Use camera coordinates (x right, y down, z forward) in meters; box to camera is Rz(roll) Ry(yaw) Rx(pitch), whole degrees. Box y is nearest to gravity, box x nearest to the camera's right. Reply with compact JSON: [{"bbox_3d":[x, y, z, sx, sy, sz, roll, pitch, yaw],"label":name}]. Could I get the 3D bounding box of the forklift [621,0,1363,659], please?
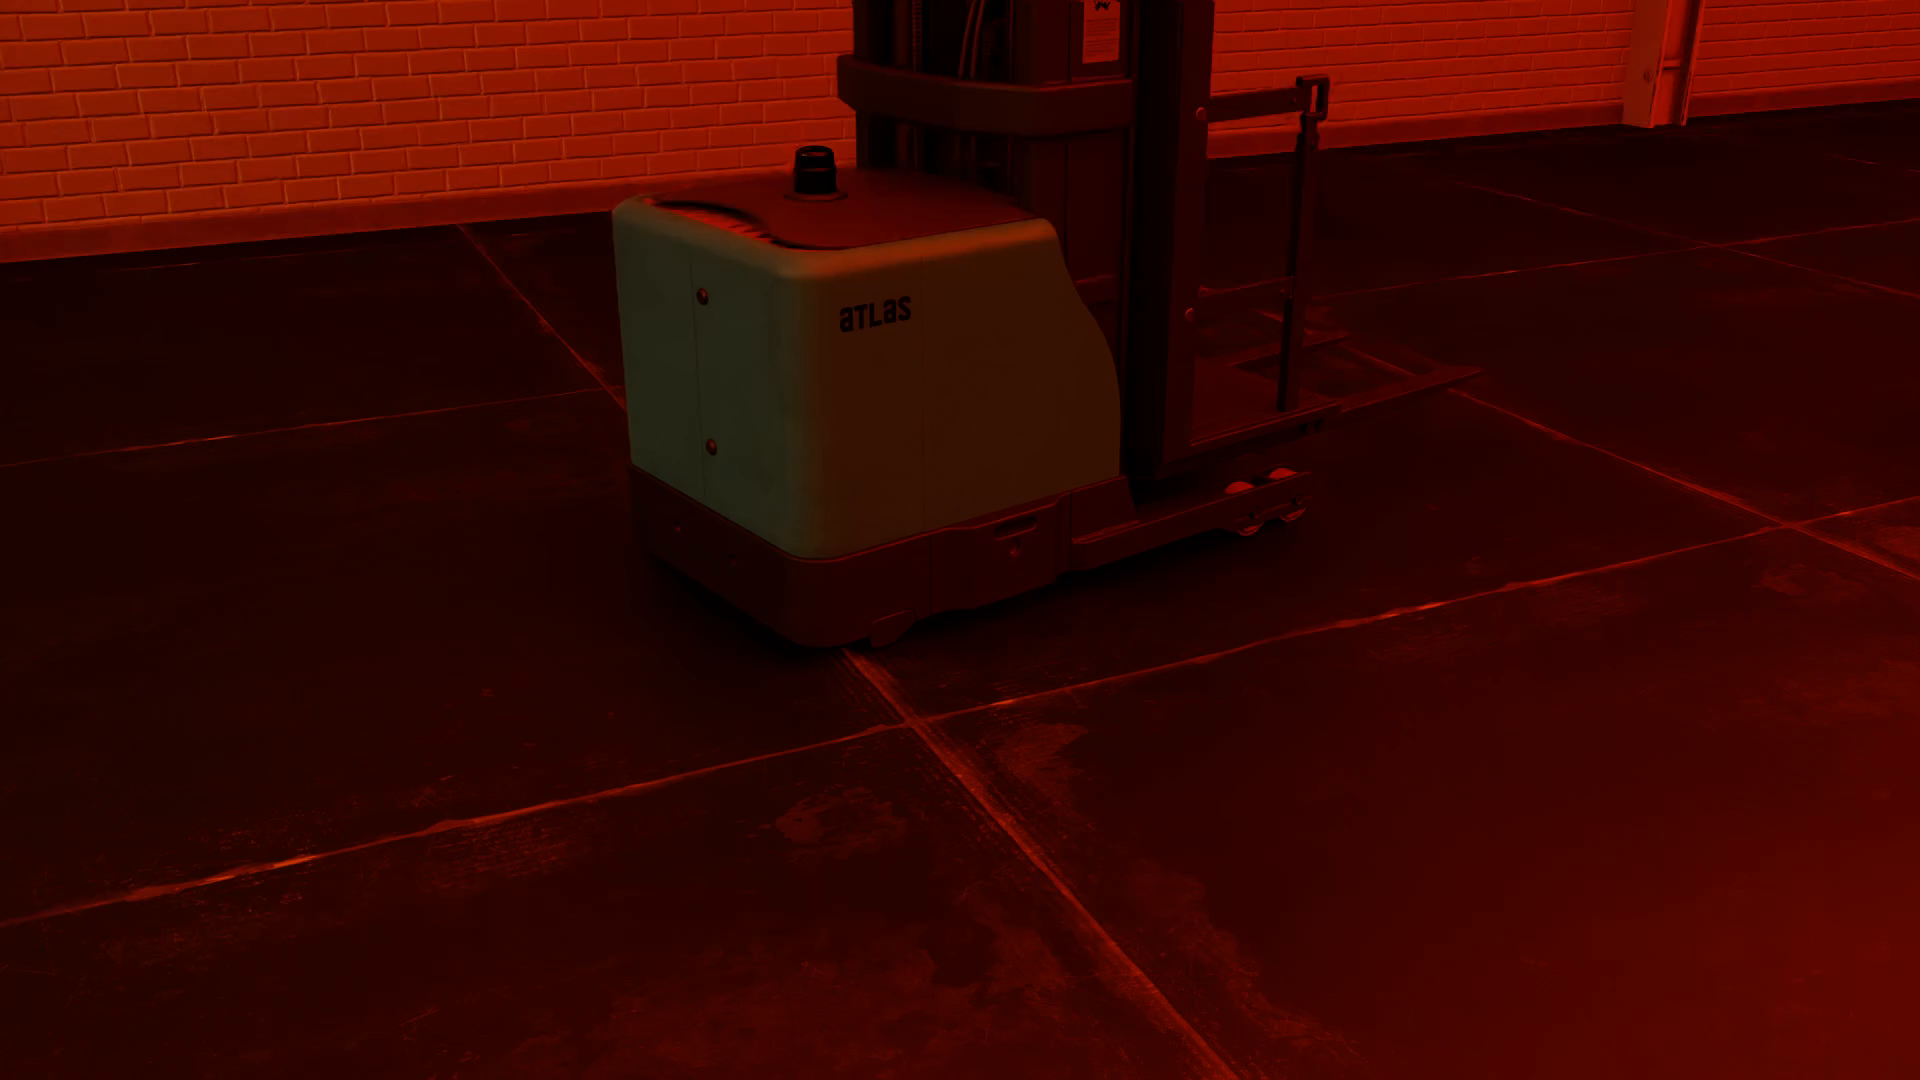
[{"bbox_3d":[0.380,-1.554,5.027,1.130,2.935,3.031,16,28,34],"label":"forklift"}]
